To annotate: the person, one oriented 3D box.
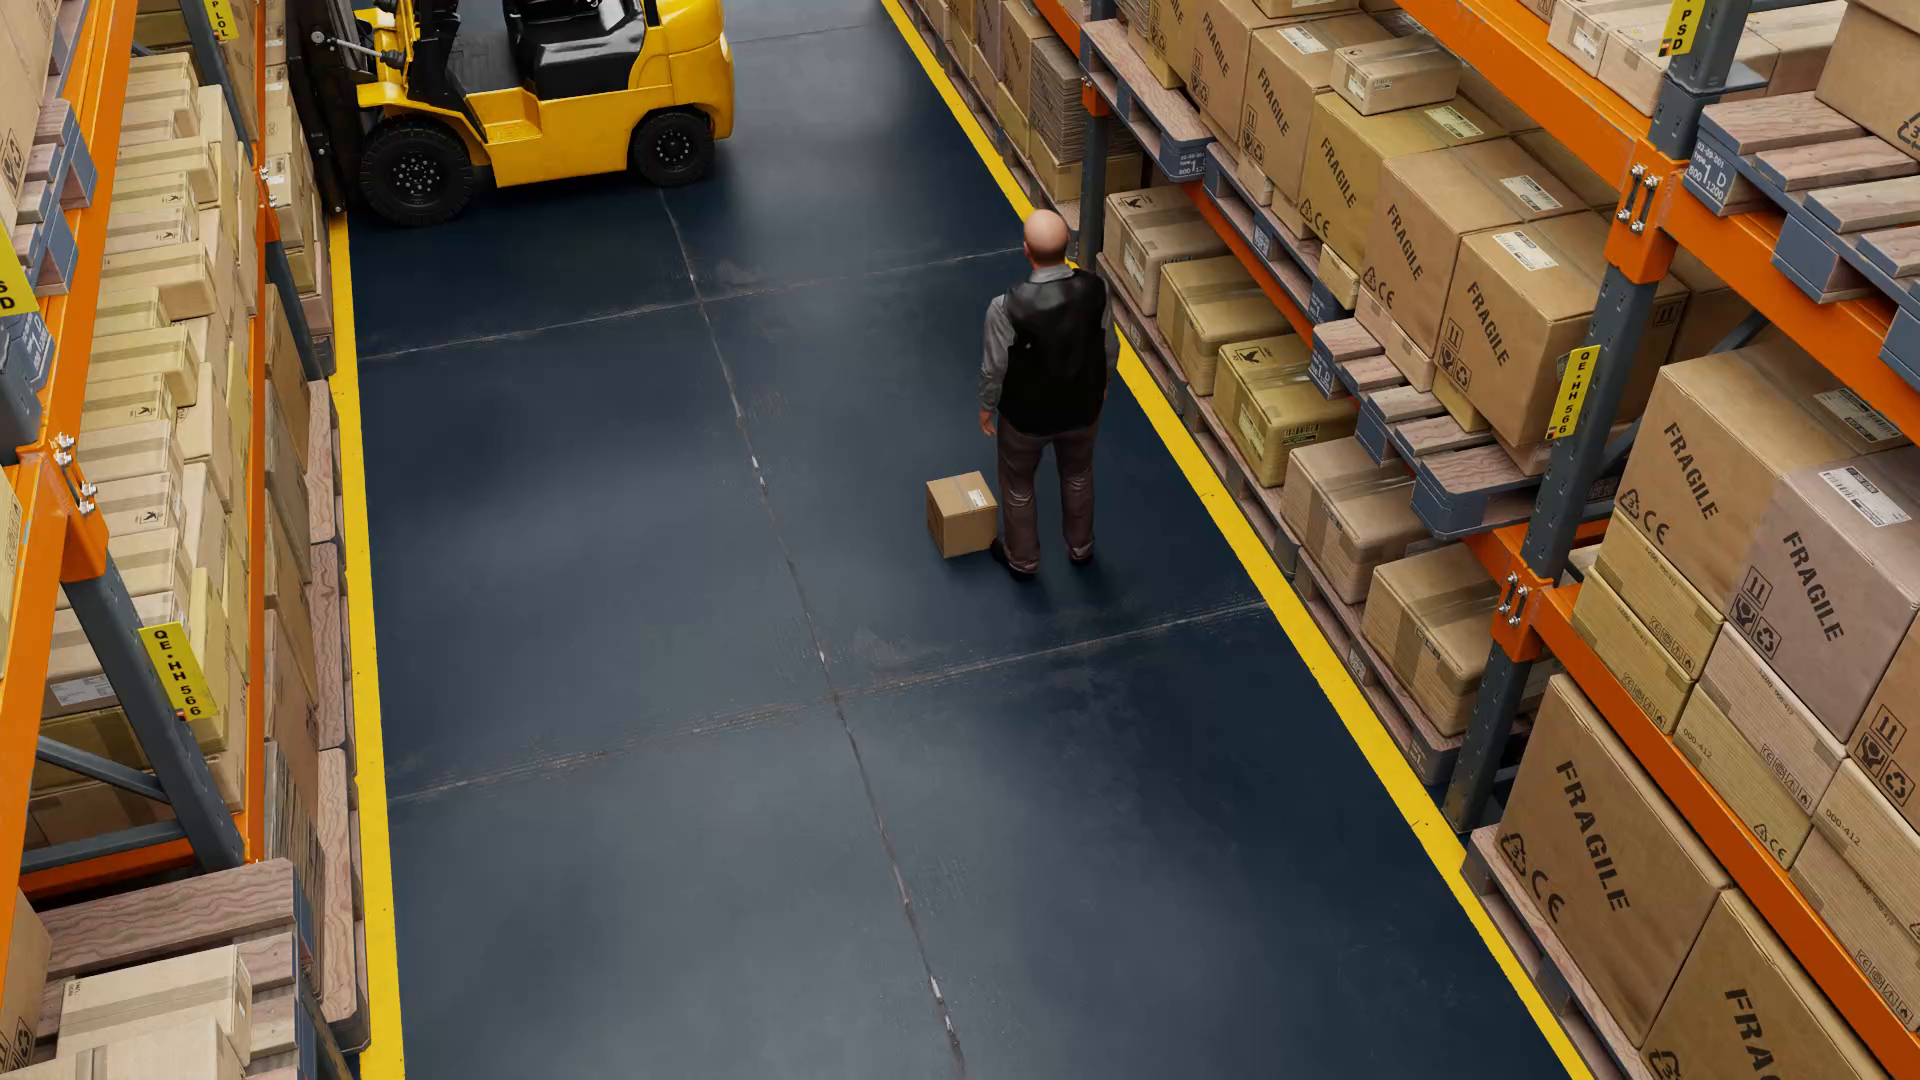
[{"bbox_3d":[0.361,-0.543,6.781,0.580,1.721,0.417,-12,43,-13],"label":"person"}]
